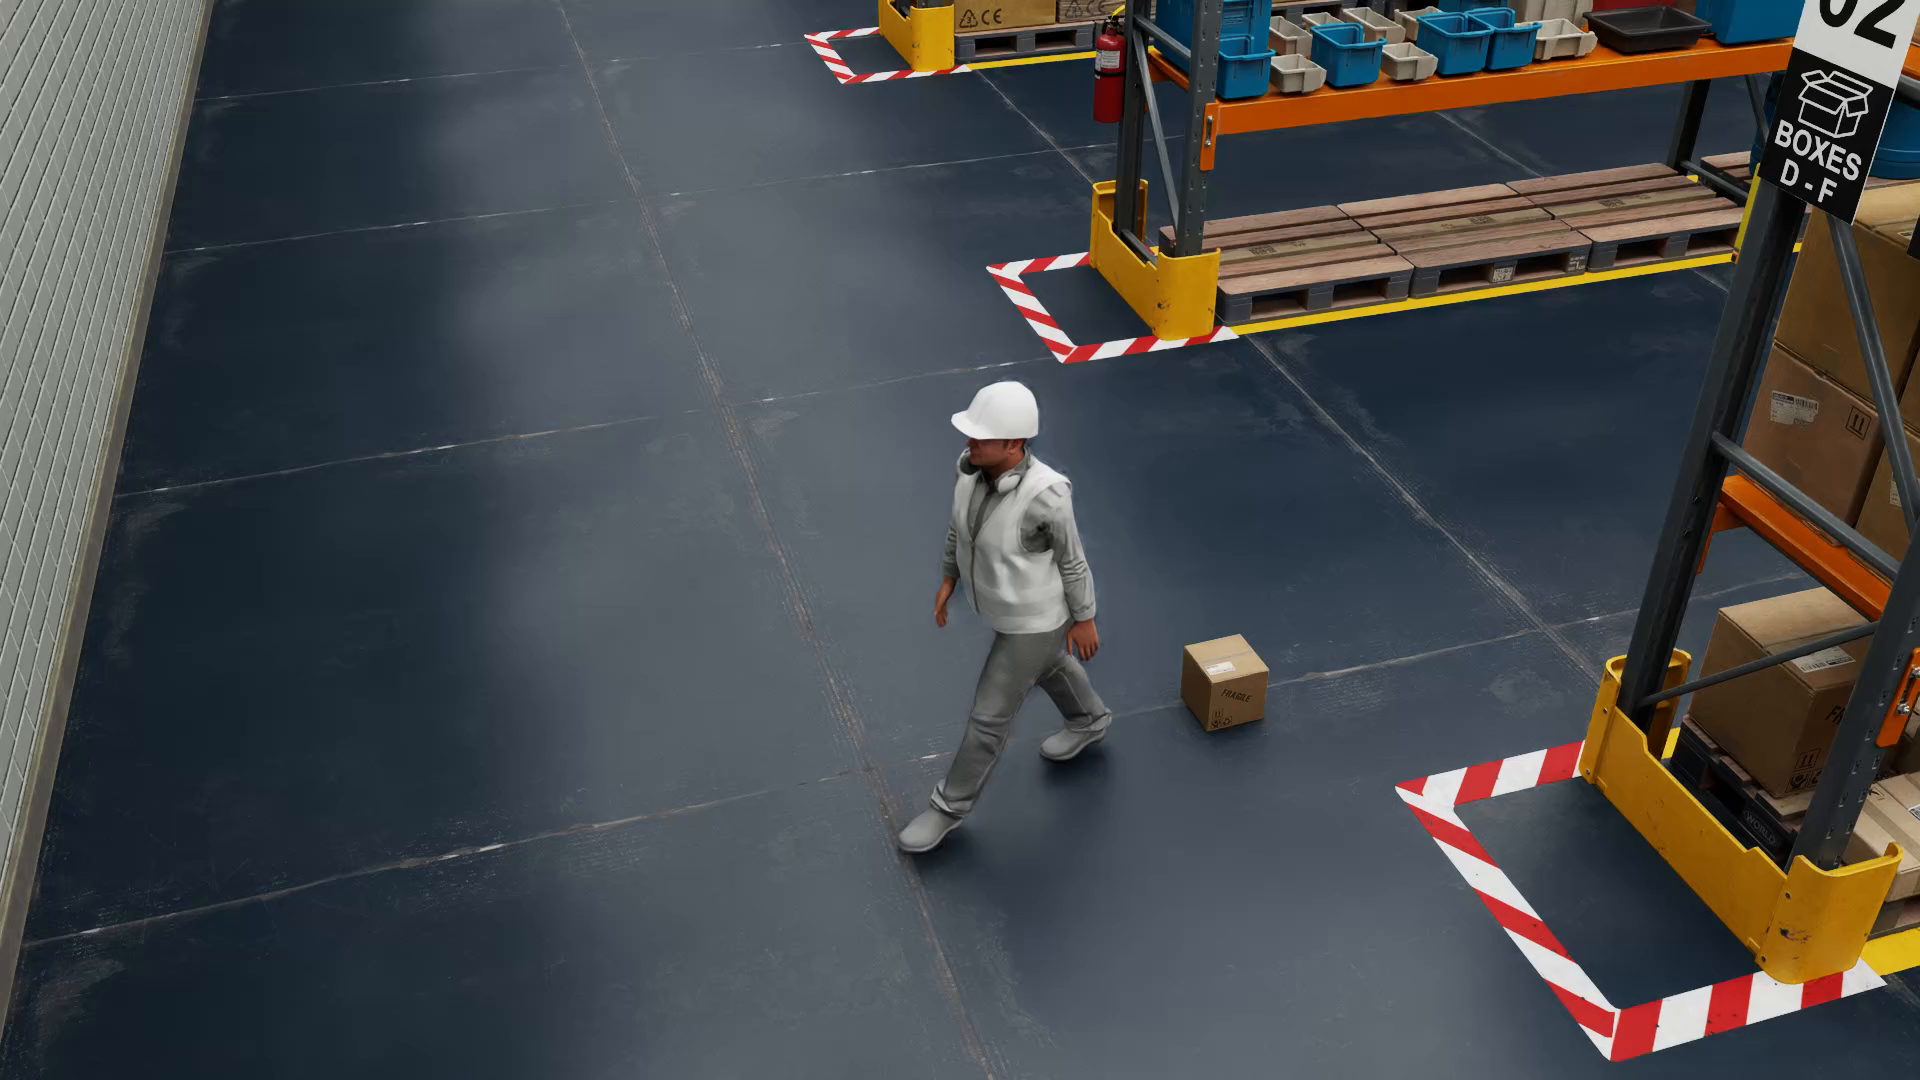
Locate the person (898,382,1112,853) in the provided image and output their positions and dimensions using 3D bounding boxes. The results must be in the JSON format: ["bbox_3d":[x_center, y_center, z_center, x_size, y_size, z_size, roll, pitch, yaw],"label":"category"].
[{"bbox_3d":[0.143,0.204,5.804,1.029,1.706,0.564,-18,38,-25],"label":"person"}]
